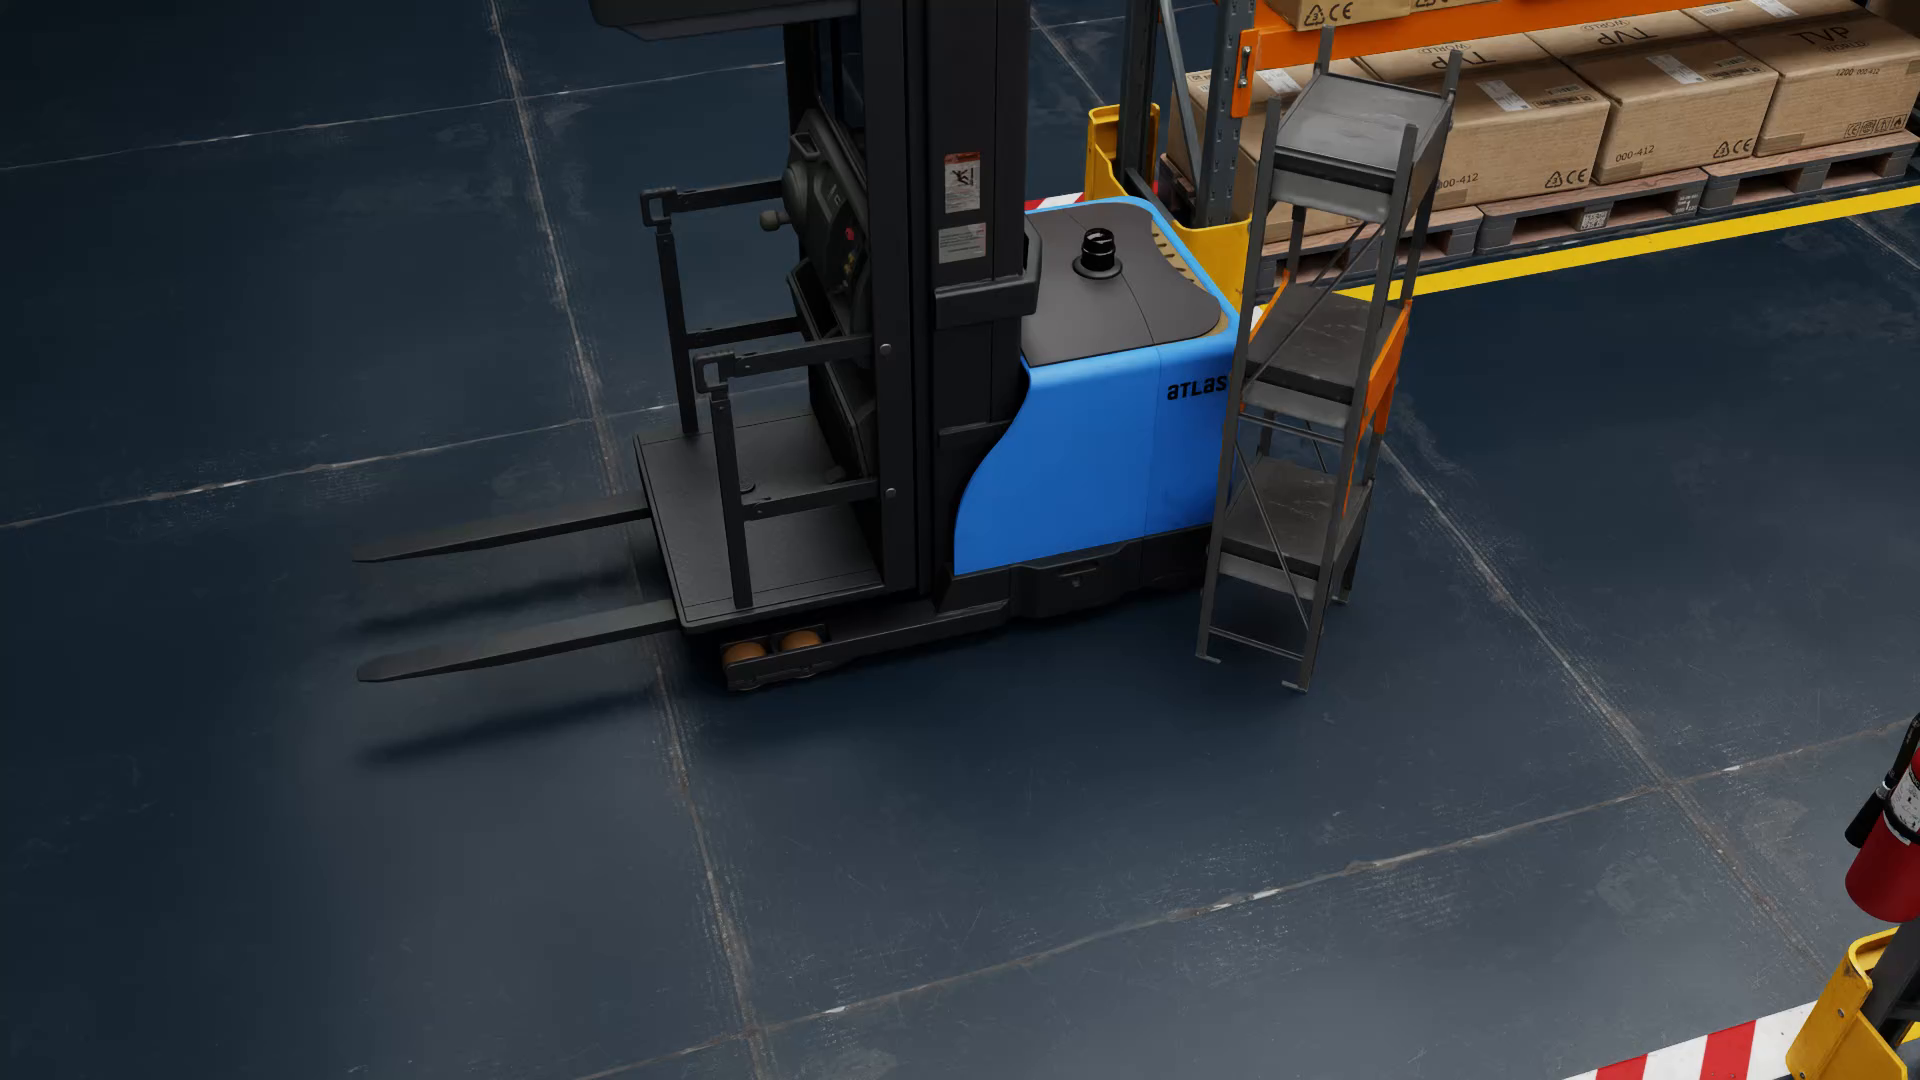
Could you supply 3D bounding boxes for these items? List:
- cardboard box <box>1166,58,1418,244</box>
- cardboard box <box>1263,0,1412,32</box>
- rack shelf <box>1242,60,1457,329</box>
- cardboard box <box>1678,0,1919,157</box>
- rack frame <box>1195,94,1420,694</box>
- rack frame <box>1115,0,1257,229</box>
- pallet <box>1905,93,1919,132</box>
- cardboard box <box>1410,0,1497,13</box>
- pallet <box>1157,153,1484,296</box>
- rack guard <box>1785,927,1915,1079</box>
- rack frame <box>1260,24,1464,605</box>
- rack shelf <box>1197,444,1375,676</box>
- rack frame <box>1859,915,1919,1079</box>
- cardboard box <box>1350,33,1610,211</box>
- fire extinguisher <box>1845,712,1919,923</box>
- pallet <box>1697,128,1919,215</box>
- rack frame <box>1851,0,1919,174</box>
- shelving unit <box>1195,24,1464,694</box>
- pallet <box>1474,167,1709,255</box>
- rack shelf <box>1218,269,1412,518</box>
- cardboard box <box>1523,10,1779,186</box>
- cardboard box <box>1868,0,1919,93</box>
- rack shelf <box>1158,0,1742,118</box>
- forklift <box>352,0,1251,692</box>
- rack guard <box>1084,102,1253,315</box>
[{"bbox_3d":[1.547,-1.830,7.693,0.875,0.438,0.875,-13,43,-15],"label":"cardboard box"},{"bbox_3d":[1.492,-2.396,6.636,0.500,0.500,0.500,-12,43,-13],"label":"cardboard box"},{"bbox_3d":[1.107,-0.991,4.745,0.431,0.518,0.480,18,44,19],"label":"rack shelf"},{"bbox_3d":[4.132,-2.370,8.312,0.875,0.438,0.875,-12,43,-14],"label":"cardboard box"},{"bbox_3d":[1.000,-0.330,5.032,0.400,2.100,0.015,18,44,19],"label":"rack frame"},{"bbox_3d":[0.948,-2.443,6.767,0.127,3.000,1.000,-12,42,-13],"label":"rack frame"},{"bbox_3d":[5.476,-2.384,8.818,1.213,0.211,1.003,-12,42,-13],"label":"pallet"},{"bbox_3d":[1.966,-2.513,6.771,0.500,0.500,0.500,-12,43,-14],"label":"cardboard box"},{"bbox_3d":[1.687,-1.600,7.921,1.213,0.211,1.003,-12,42,-13],"label":"pallet"},{"bbox_3d":[2.604,1.569,4.074,0.348,0.500,1.175,-12,42,-13],"label":"rack guard"},{"bbox_3d":[1.214,-0.618,5.362,0.400,2.100,0.015,18,44,19],"label":"rack frame"},{"bbox_3d":[1.107,0.063,5.666,0.431,0.518,0.480,18,44,19],"label":"rack shelf"},{"bbox_3d":[2.531,0.643,3.234,0.127,3.000,1.000,-12,42,-13],"label":"rack frame"},{"bbox_3d":[2.418,-2.016,7.906,0.875,0.438,0.875,-11,42,-12],"label":"cardboard box"},{"bbox_3d":[2.152,0.573,3.657,0.183,0.674,0.296,-12,42,-13],"label":"fire extinguisher"},{"bbox_3d":[4.014,-2.083,8.473,1.213,0.211,1.003,-12,42,-13],"label":"pallet"},{"bbox_3d":[4.763,-3.234,7.672,0.127,3.000,1.000,-12,42,-13],"label":"rack frame"},{"bbox_3d":[1.107,-0.474,5.197,0.431,2.100,0.503,18,44,19],"label":"shelving unit"},{"bbox_3d":[2.848,-1.839,8.195,1.213,0.211,1.003,-12,42,-13],"label":"pallet"},{"bbox_3d":[1.107,-0.464,5.206,0.431,0.518,0.480,18,44,19],"label":"rack shelf"},{"bbox_3d":[3.278,-2.193,8.109,0.875,0.438,0.875,-13,43,-14],"label":"cardboard box"},{"bbox_3d":[5.330,-2.765,8.430,0.875,0.875,0.875,-10,42,-12],"label":"cardboard box"},{"bbox_3d":[2.855,-2.568,7.456,4.000,0.370,1.077,-12,42,-13],"label":"rack shelf"},{"bbox_3d":[-0.602,-0.982,5.147,3.031,2.935,1.130,-11,42,-13],"label":"forklift"},{"bbox_3d":[0.925,-1.497,7.584,0.348,0.500,1.175,-12,42,-13],"label":"rack guard"}]
